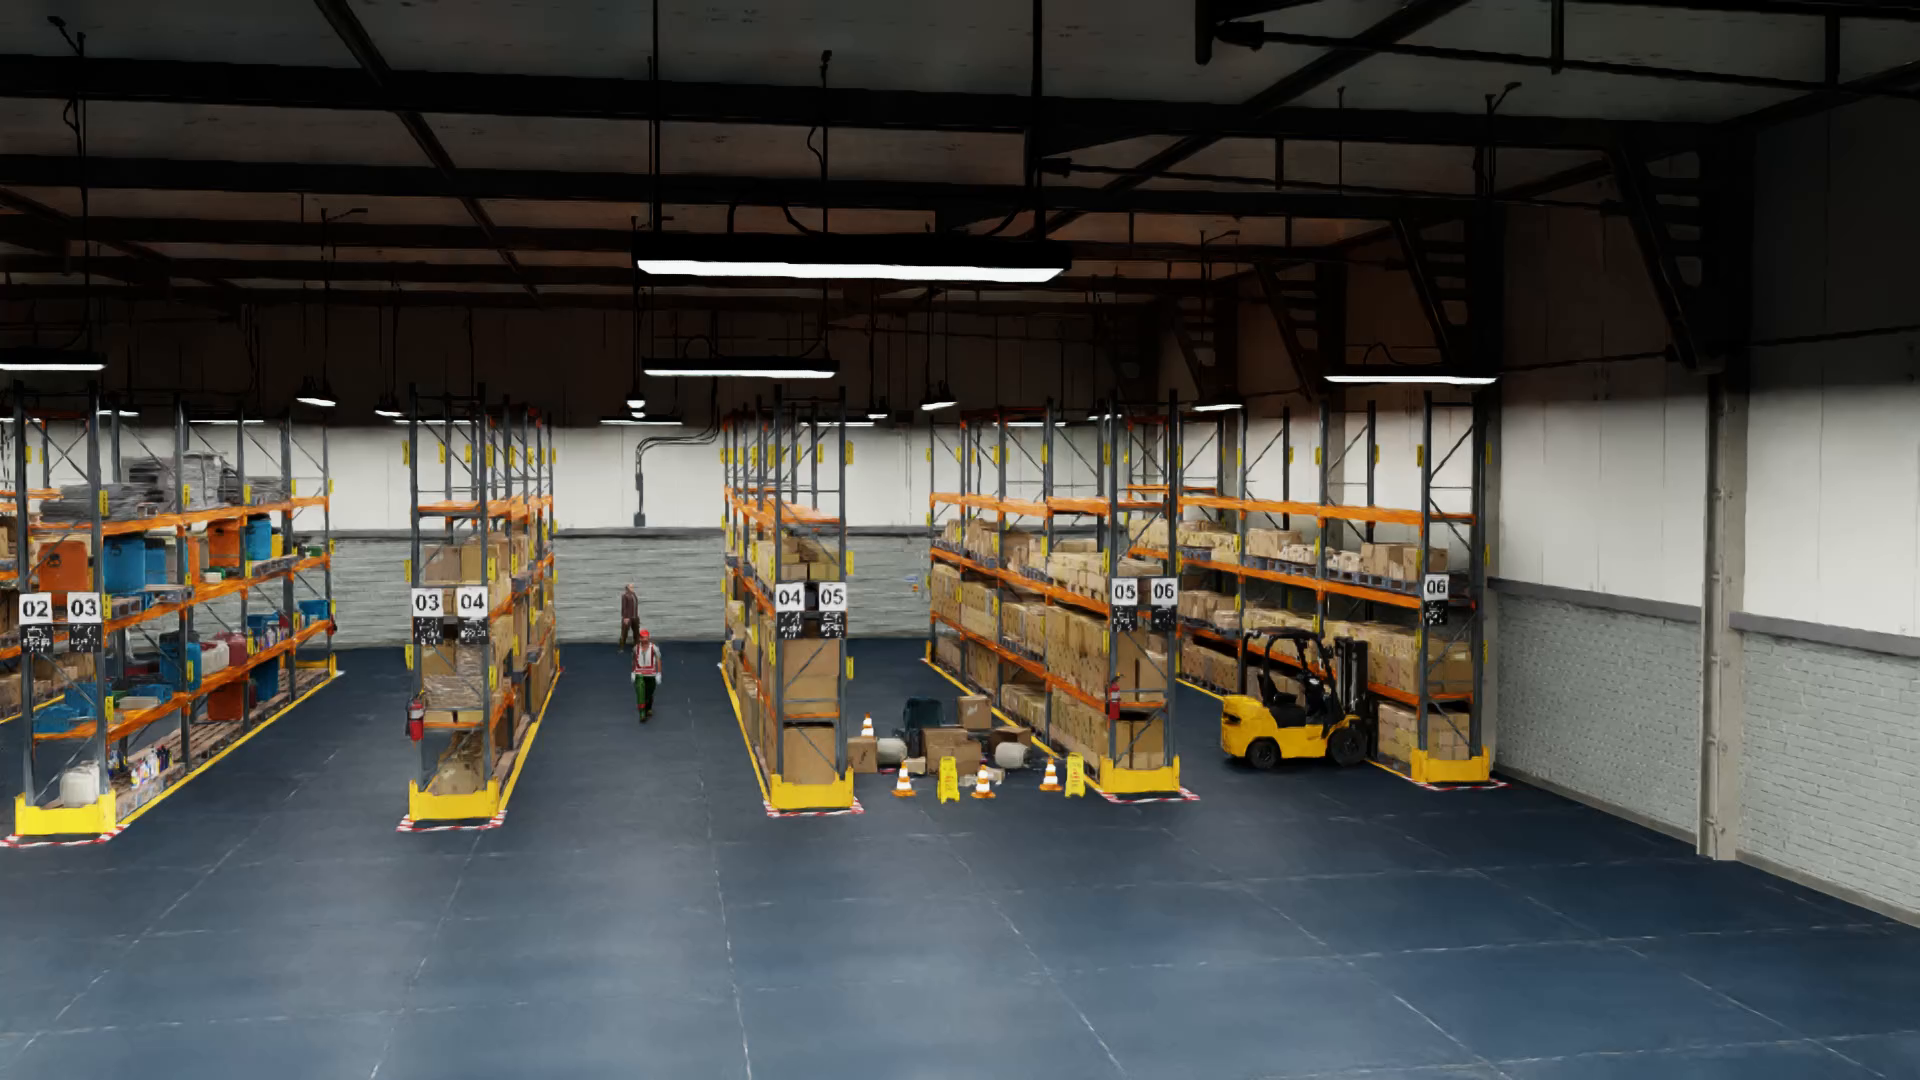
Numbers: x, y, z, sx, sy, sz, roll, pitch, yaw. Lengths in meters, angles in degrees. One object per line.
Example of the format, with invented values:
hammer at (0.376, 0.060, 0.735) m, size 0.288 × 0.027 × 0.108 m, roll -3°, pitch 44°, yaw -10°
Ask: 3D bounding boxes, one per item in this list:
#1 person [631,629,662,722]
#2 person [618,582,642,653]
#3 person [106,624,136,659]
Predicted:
person at (-5.930, 2.542, 31.427) m, size 0.567 × 1.734 × 1.044 m, roll -1°, pitch 3°, yaw -11°
person at (-8.354, 1.960, 42.252) m, size 0.578 × 1.772 × 0.776 m, roll 2°, pitch 3°, yaw 28°
person at (-20.615, 2.075, 40.744) m, size 0.689 × 1.712 × 0.810 m, roll -2°, pitch 3°, yaw -29°
